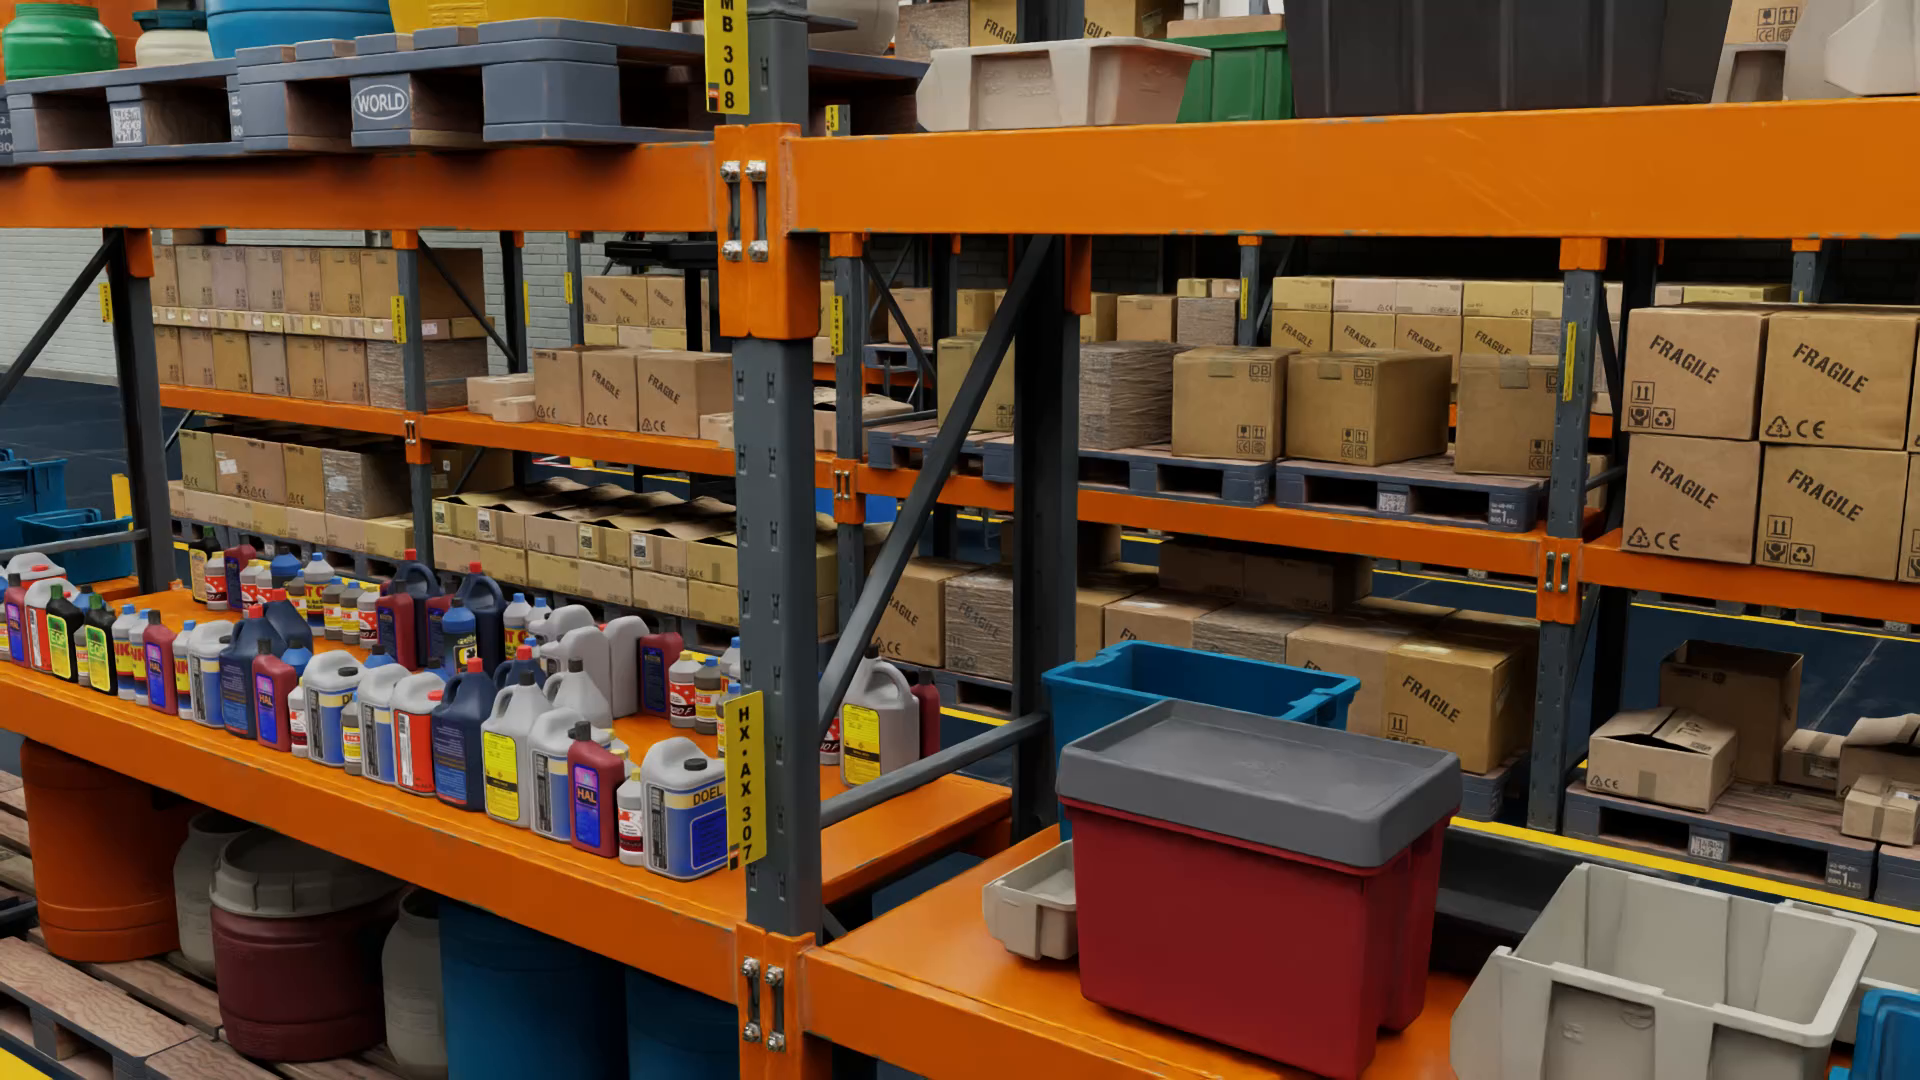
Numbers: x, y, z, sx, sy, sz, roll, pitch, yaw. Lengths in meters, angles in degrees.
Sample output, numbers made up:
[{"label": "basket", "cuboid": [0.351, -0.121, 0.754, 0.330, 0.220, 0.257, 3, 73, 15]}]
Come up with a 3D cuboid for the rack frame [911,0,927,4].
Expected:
[{"label": "rack frame", "cuboid": [-0.655, -4.862, 15.471, 0.127, 3.000, 1.000, 8, 13, 36]}]

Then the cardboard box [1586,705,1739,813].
[{"label": "cardboard box", "cuboid": [3.074, 0.926, 7.268, 0.500, 0.311, 0.500, 8, 13, 36]}]

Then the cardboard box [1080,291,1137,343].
[{"label": "cardboard box", "cuboid": [1.166, -1.920, 14.637, 0.500, 0.500, 0.700, 8, 13, 36]}]

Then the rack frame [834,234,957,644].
[{"label": "rack frame", "cuboid": [-0.361, -0.708, 9.794, 0.127, 3.000, 1.000, 8, 13, 36]}]

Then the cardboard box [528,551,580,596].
[{"label": "cardboard box", "cuboid": [-2.576, 0.184, 11.313, 0.500, 0.250, 0.500, 7, 13, 34]}]

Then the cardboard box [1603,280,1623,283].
[{"label": "cardboard box", "cuboid": [4.743, -1.796, 12.341, 0.500, 0.250, 0.500, 7, 13, 34]}]

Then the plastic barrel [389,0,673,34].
[{"label": "plastic barrel", "cuboid": [-0.927, -1.344, 3.579, 0.600, 0.588, 0.600, 0, 11, 0]}]

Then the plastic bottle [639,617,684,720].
[{"label": "plastic bottle", "cuboid": [-0.830, 0.350, 4.630, 0.133, 0.283, 0.061, 8, 13, 36]}]

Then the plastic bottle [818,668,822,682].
[{"label": "plastic bottle", "cuboid": [-0.404, 0.420, 4.302, 0.097, 0.271, 0.097, 0, 11, 0]}]

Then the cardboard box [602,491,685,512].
[{"label": "cardboard box", "cuboid": [-2.265, -0.174, 11.689, 0.500, 0.311, 0.500, 8, 13, 35]}]

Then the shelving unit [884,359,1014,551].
[{"label": "shelving unit", "cuboid": [-0.069, -0.746, 13.937, 1.048, 1.500, 0.538, 8, 13, 36]}]

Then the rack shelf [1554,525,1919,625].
[{"label": "rack shelf", "cuboid": [4.475, 0.319, 6.376, 4.000, 0.370, 1.077, 8, 13, 36]}]

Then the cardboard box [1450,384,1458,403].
[{"label": "cardboard box", "cuboid": [3.750, -1.141, 12.638, 0.250, 0.149, 0.380, 8, 14, 36]}]

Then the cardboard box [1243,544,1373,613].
[{"label": "cardboard box", "cuboid": [1.812, 0.180, 8.649, 0.500, 0.250, 0.500, 8, 14, 36]}]

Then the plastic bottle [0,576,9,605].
[{"label": "plastic bottle", "cuboid": [-3.061, 0.228, 5.293, 0.097, 0.271, 0.097, 0, 11, 0]}]

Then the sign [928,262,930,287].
[{"label": "sign", "cuboid": [-0.330, -2.571, 16.372, 0.005, 0.325, 0.100, 8, 13, 36]}]

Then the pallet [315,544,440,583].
[{"label": "pallet", "cuboid": [-4.201, 0.115, 12.879, 1.213, 0.211, 1.003, 8, 13, 36]}]

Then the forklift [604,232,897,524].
[{"label": "forklift", "cuboid": [-1.981, -1.179, 12.407, 3.031, 2.935, 1.130, -7, 13, -34]}]

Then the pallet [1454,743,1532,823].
[{"label": "pallet", "cuboid": [2.185, 1.025, 8.177, 1.213, 0.211, 1.003, 8, 13, 36]}]

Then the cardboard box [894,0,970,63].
[{"label": "cardboard box", "cuboid": [-0.013, -2.671, 9.146, 0.500, 0.500, 0.500, 8, 13, 36]}]

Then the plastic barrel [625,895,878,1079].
[{"label": "plastic barrel", "cuboid": [-0.500, 1.259, 4.041, 0.708, 0.901, 0.600, 8, 13, 36]}]

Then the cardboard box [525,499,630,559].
[{"label": "cardboard box", "cuboid": [-2.581, -0.090, 11.255, 0.500, 0.311, 0.500, 7, 13, 34]}]

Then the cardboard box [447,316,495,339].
[{"label": "cardboard box", "cuboid": [-3.687, -1.586, 12.357, 0.250, 0.149, 0.380, 8, 13, 35]}]

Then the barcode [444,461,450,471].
[{"label": "barcode", "cuboid": [-3.625, -0.526, 11.745, 0.075, 0.075, 0.001, 8, 13, 36]}]

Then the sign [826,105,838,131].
[{"label": "sign", "cuboid": [-0.696, -2.390, 9.018, 0.005, 0.325, 0.100, 8, 13, 36]}]

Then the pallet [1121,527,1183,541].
[{"label": "pallet", "cuboid": [1.940, -0.186, 14.437, 1.213, 0.211, 1.003, 8, 13, 36]}]

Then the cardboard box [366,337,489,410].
[{"label": "cardboard box", "cuboid": [-3.946, -1.256, 12.362, 0.500, 0.500, 0.700, 8, 13, 34]}]

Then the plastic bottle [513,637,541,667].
[{"label": "plastic bottle", "cuboid": [-1.211, 0.377, 4.705, 0.097, 0.201, 0.097, 0, 11, 0]}]

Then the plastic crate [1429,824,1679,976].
[{"label": "plastic crate", "cuboid": [0.990, 0.690, 3.135, 0.590, 0.125, 0.437, 8, 13, 36]}]

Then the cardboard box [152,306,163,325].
[{"label": "cardboard box", "cuboid": [-6.620, -1.898, 13.974, 0.250, 0.149, 0.380, 8, 13, 35]}]

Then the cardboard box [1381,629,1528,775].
[{"label": "cardboard box", "cuboid": [2.296, 0.741, 7.725, 0.500, 0.500, 0.500, 8, 13, 35]}]

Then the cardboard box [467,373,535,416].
[{"label": "cardboard box", "cuboid": [-3.162, -1.036, 11.882, 0.500, 0.250, 0.500, 9, 14, 39]}]

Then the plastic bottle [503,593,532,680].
[{"label": "plastic bottle", "cuboid": [-1.308, 0.294, 4.953, 0.097, 0.271, 0.097, 0, 11, 0]}]

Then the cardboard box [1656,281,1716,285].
[{"label": "cardboard box", "cuboid": [5.150, -1.740, 12.053, 0.500, 0.250, 0.500, 8, 14, 36]}]

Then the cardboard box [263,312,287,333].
[{"label": "cardboard box", "cuboid": [-5.169, -1.696, 12.927, 0.250, 0.149, 0.380, 8, 14, 37]}]

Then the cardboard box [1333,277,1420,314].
[{"label": "cardboard box", "cuboid": [3.216, -1.890, 12.826, 0.500, 0.250, 0.500, 8, 13, 35]}]

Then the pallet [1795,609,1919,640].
[{"label": "pallet", "cuboid": [6.359, 0.449, 11.153, 1.213, 0.211, 1.003, 8, 13, 36]}]

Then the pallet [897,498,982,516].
[{"label": "pallet", "cuboid": [-0.027, -0.461, 15.855, 1.213, 0.211, 1.003, 8, 13, 36]}]

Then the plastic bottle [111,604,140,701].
[{"label": "plastic bottle", "cuboid": [-2.394, 0.321, 4.812, 0.097, 0.271, 0.097, 0, 11, 0]}]

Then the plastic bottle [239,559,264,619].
[{"label": "plastic bottle", "cuboid": [-2.449, 0.169, 5.782, 0.097, 0.201, 0.097, 0, 11, 0]}]

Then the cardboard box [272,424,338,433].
[{"label": "cardboard box", "cuboid": [-5.386, -0.707, 13.948, 0.500, 0.500, 0.500, 8, 13, 36]}]

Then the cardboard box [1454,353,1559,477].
[{"label": "cardboard box", "cuboid": [2.614, -0.601, 7.873, 0.500, 0.500, 0.700, 3, 11, 16]}]

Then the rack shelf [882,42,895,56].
[{"label": "rack shelf", "cuboid": [-2.267, -4.732, 16.702, 4.000, 0.370, 1.077, 8, 13, 36]}]

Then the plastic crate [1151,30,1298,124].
[{"label": "plastic crate", "cuboid": [0.449, -0.868, 3.280, 0.662, 0.188, 0.450, 8, 13, 36]}]

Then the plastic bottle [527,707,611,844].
[{"label": "plastic bottle", "cuboid": [-0.875, 0.524, 3.749, 0.135, 0.276, 0.152, 8, 13, 36]}]

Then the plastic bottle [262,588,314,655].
[{"label": "plastic bottle", "cuboid": [-1.912, 0.308, 4.671, 0.185, 0.351, 0.144, 8, 13, 36]}]

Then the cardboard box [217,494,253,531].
[{"label": "cardboard box", "cuboid": [-5.700, -0.258, 13.598, 0.500, 0.250, 0.500, 8, 13, 36]}]

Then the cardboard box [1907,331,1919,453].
[{"label": "cardboard box", "cuboid": [3.907, -0.587, 6.270, 0.500, 0.500, 0.500, 7, 13, 34]}]

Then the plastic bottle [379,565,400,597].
[{"label": "plastic bottle", "cuboid": [-1.796, 0.215, 5.326, 0.133, 0.283, 0.061, 8, 13, 36]}]

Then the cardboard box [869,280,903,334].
[{"label": "cardboard box", "cuboid": [-0.911, -2.306, 16.421, 0.500, 0.500, 0.500, 8, 13, 34]}]

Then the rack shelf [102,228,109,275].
[{"label": "rack shelf", "cuboid": [-4.908, -1.295, 6.822, 4.000, 0.370, 1.077, 8, 13, 36]}]

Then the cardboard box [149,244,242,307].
[{"label": "cardboard box", "cuboid": [-6.397, -2.233, 13.998, 0.500, 0.500, 0.700, 8, 14, 36]}]

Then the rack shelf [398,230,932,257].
[{"label": "rack shelf", "cuboid": [-1.973, -2.053, 10.740, 4.000, 0.370, 1.077, 8, 13, 36]}]

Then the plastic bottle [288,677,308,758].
[{"label": "plastic bottle", "cuboid": [-1.686, 0.454, 4.308, 0.097, 0.201, 0.097, 0, 11, 0]}]
